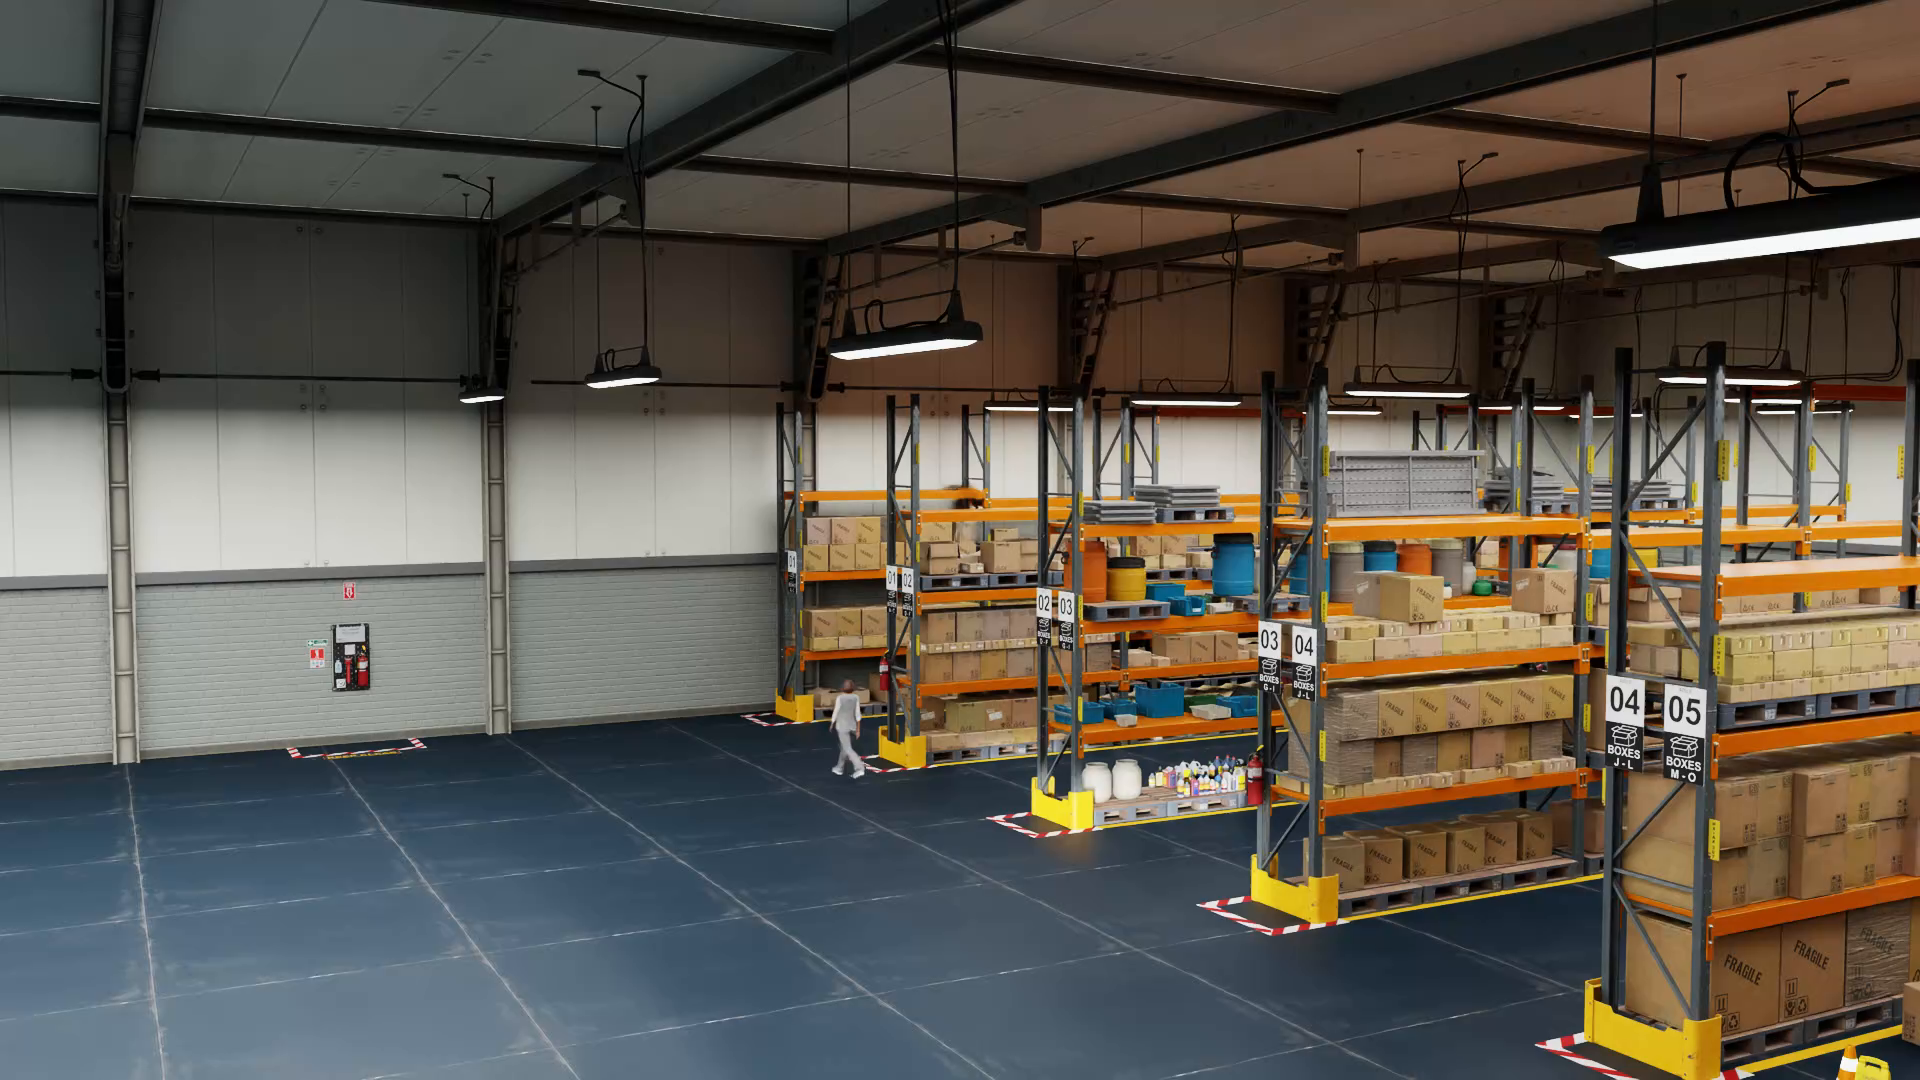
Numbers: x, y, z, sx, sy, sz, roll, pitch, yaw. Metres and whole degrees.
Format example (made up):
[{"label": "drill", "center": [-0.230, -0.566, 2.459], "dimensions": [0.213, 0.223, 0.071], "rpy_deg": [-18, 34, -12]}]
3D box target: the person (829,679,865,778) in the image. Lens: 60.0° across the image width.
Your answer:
[{"label": "person", "center": [-1.762, 2.922, 25.800], "dimensions": [0.961, 1.548, 0.379], "rpy_deg": [3, 4, 42]}]
